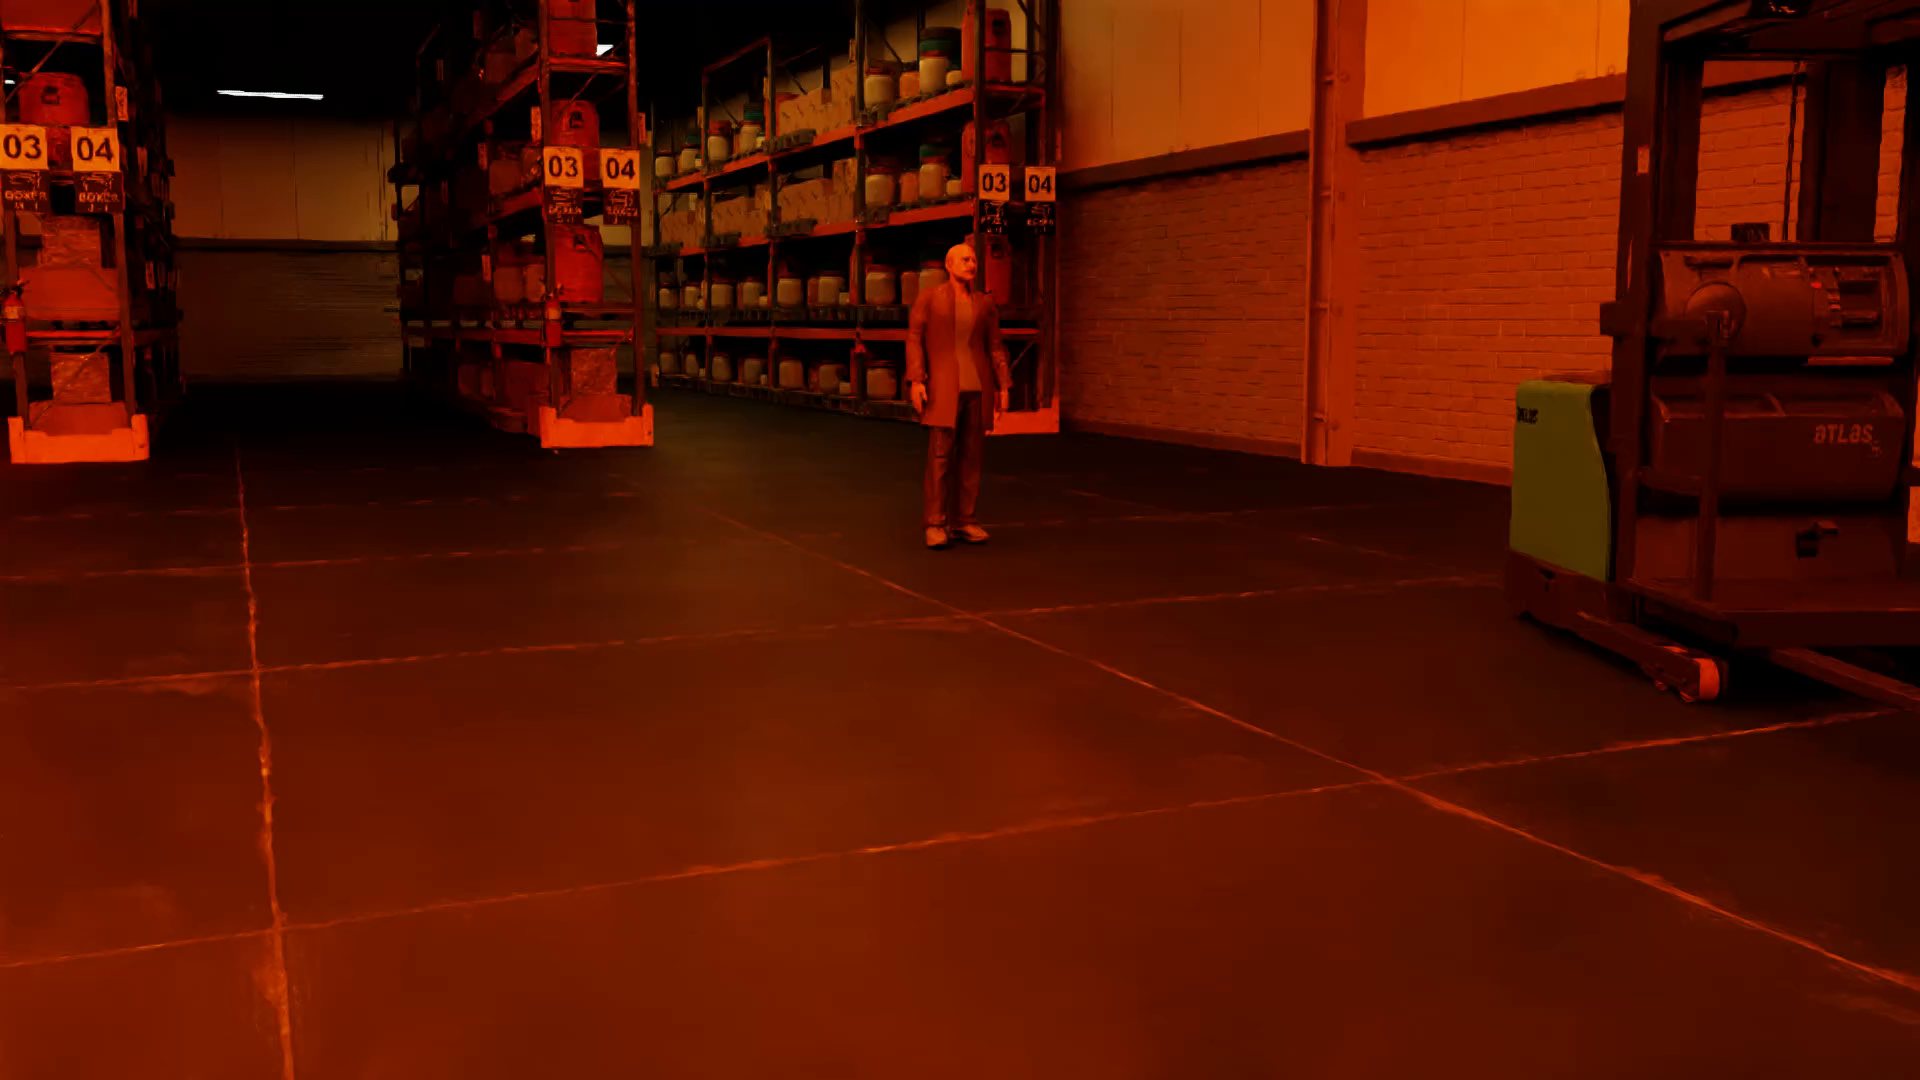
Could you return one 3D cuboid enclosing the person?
[{"bbox_3d":[0.032,-0.877,9.952,0.694,1.776,0.580,-3,8,-23],"label":"person"}]

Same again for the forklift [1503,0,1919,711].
[{"bbox_3d":[3.070,-0.925,5.957,1.130,2.935,3.031,0,8,-4],"label":"forklift"}]
